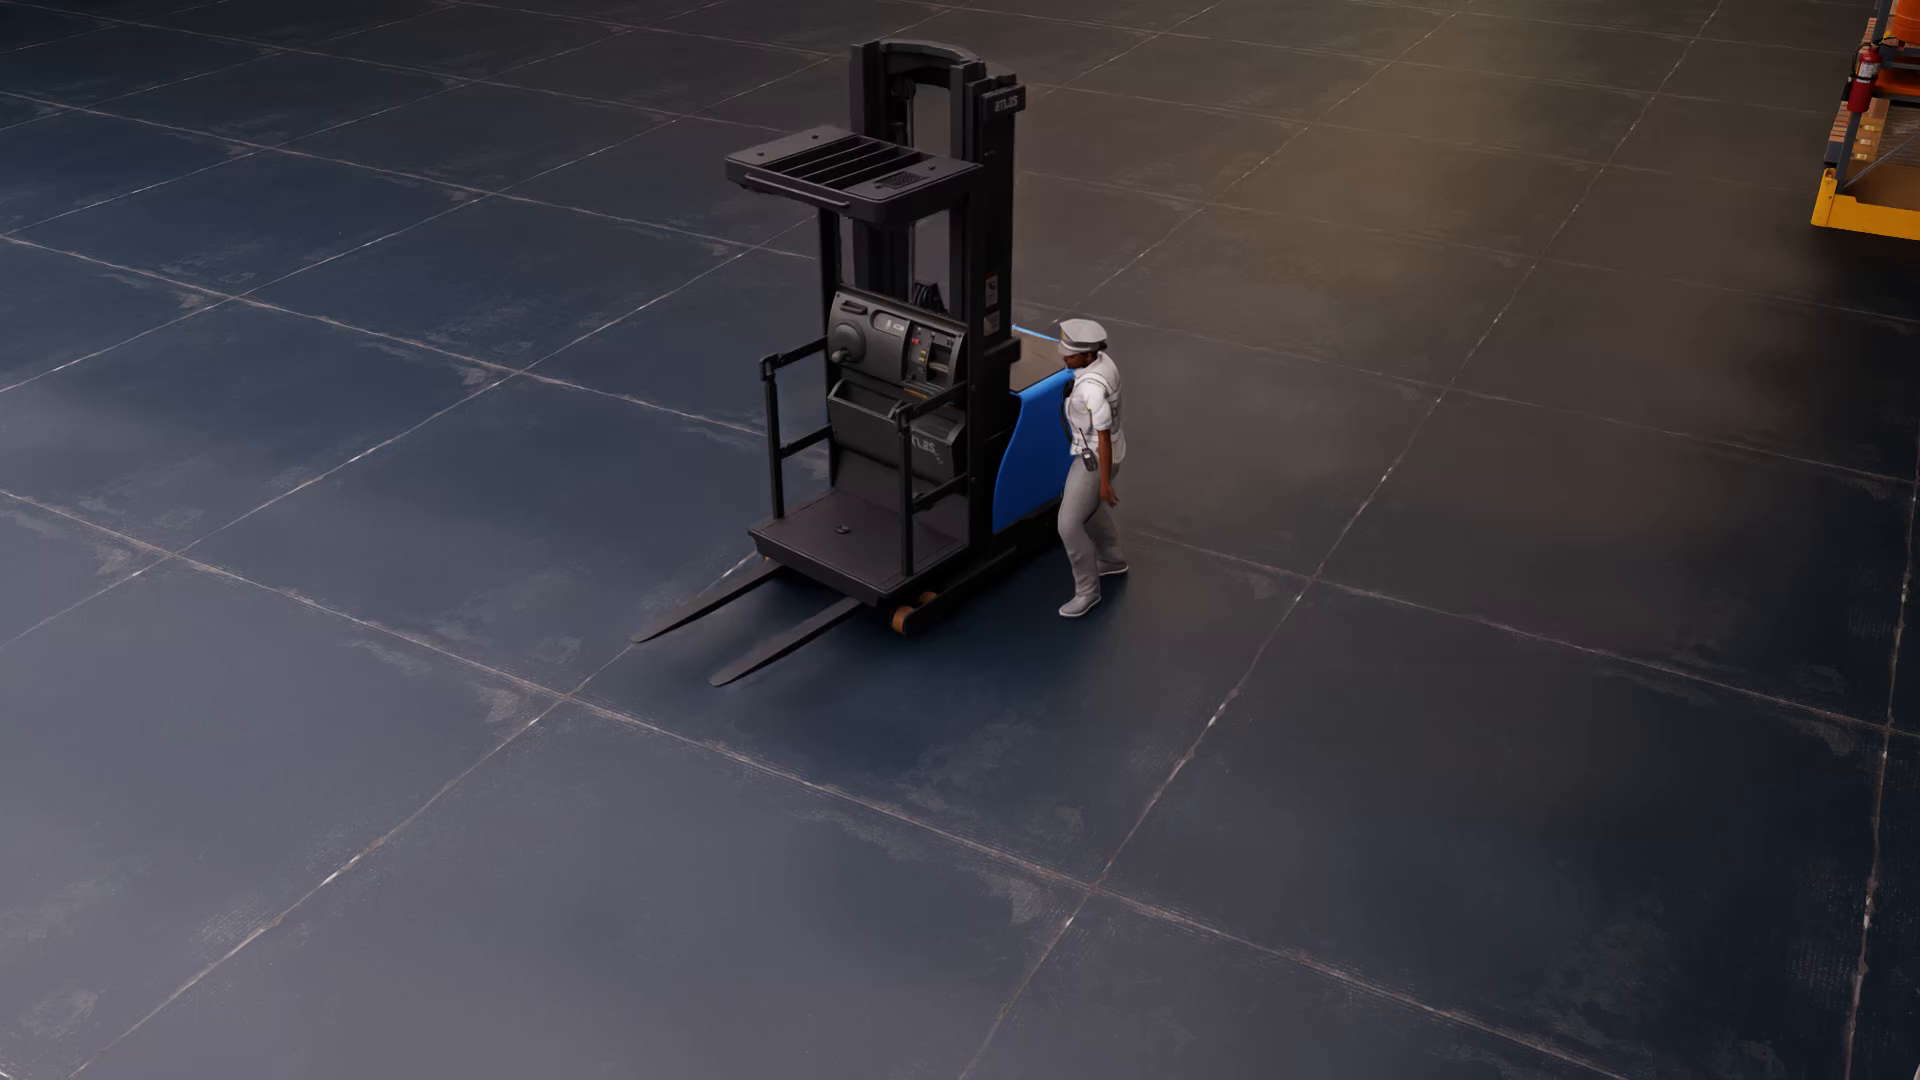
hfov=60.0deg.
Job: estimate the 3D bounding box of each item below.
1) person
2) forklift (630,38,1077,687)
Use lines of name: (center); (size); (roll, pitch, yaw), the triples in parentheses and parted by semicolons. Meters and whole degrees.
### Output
person: (0.738, -0.440, 9.170); (0.432, 1.631, 0.807); (5, 30, 8)
forklift: (-0.488, -1.030, 8.855); (1.130, 2.935, 3.031); (23, 37, 34)
